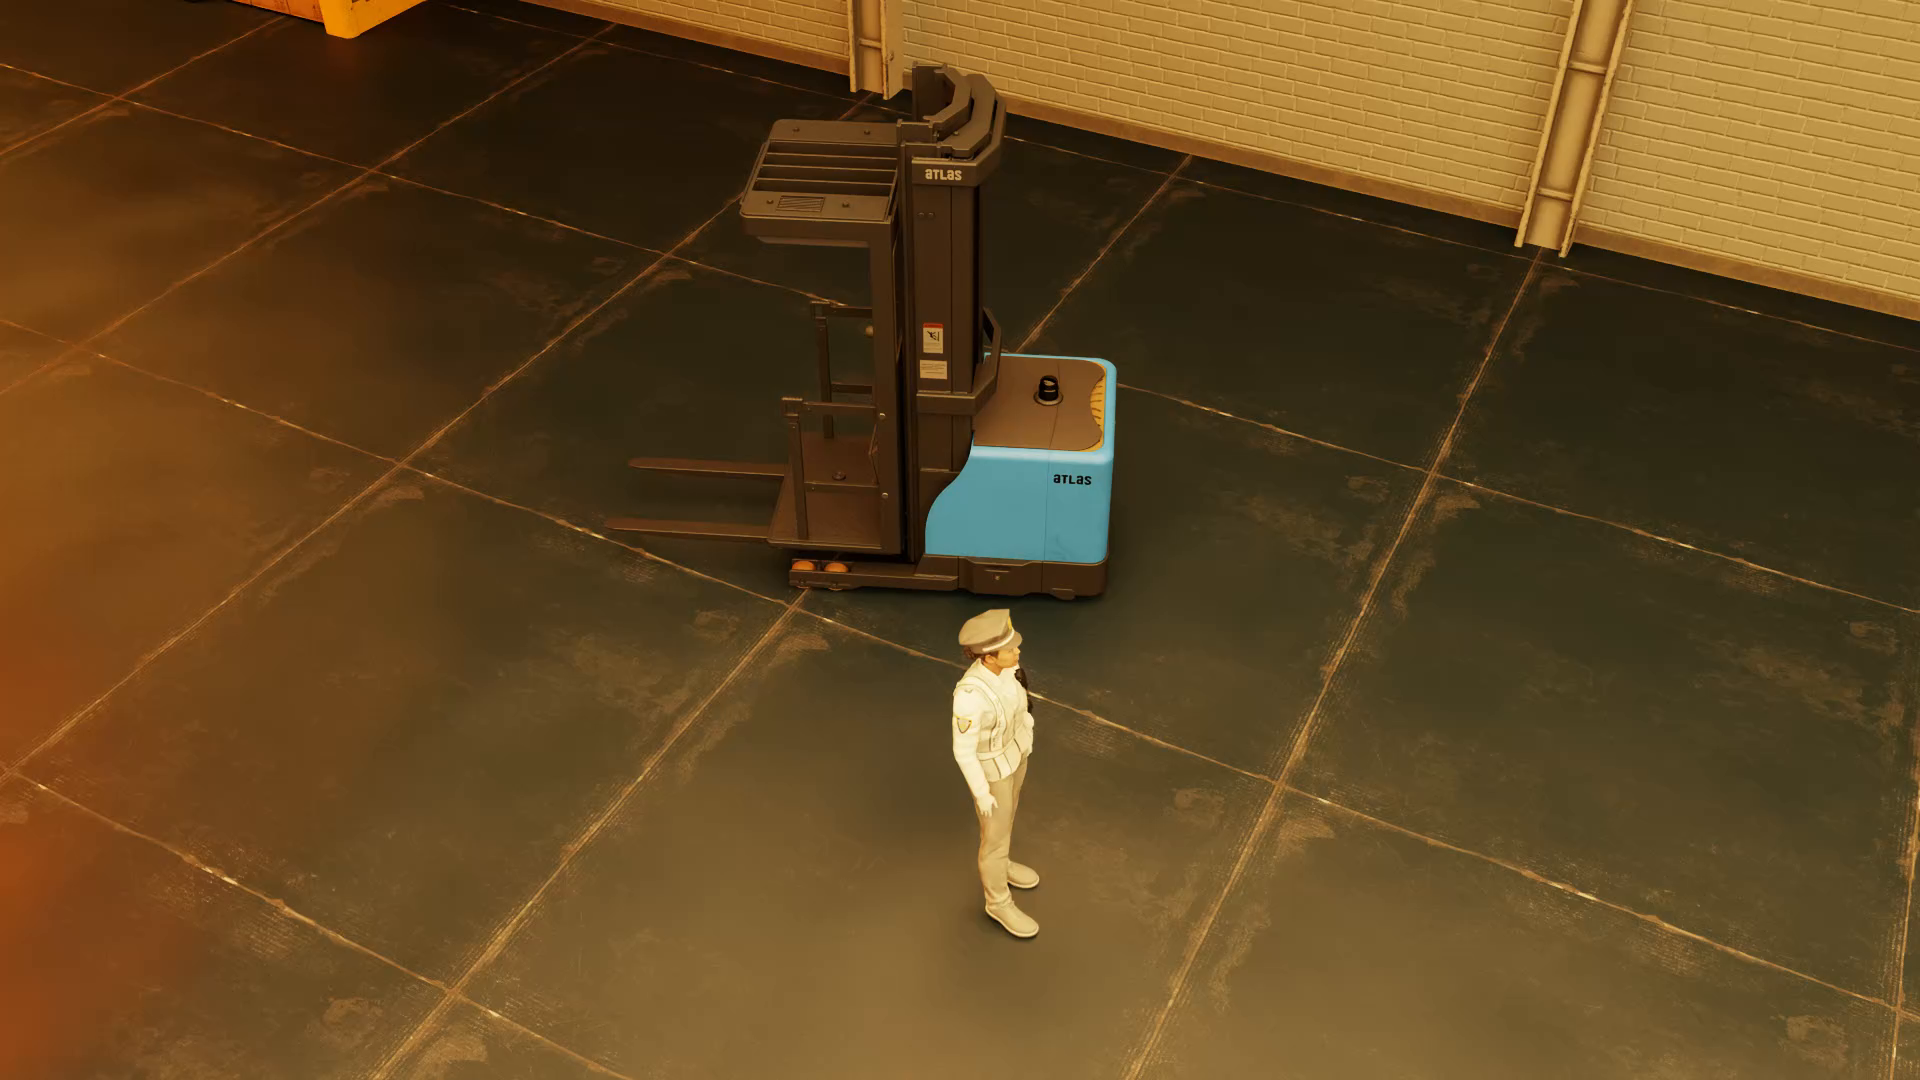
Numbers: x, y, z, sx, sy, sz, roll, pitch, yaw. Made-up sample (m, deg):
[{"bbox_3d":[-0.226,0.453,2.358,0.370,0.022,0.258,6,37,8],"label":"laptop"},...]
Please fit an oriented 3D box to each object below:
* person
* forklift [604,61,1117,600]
[{"bbox_3d":[0.232,1.038,7.703,0.529,1.694,0.588,17,43,19],"label":"person"},{"bbox_3d":[-0.606,-1.157,9.360,3.031,2.935,1.130,3,40,4],"label":"forklift"}]
